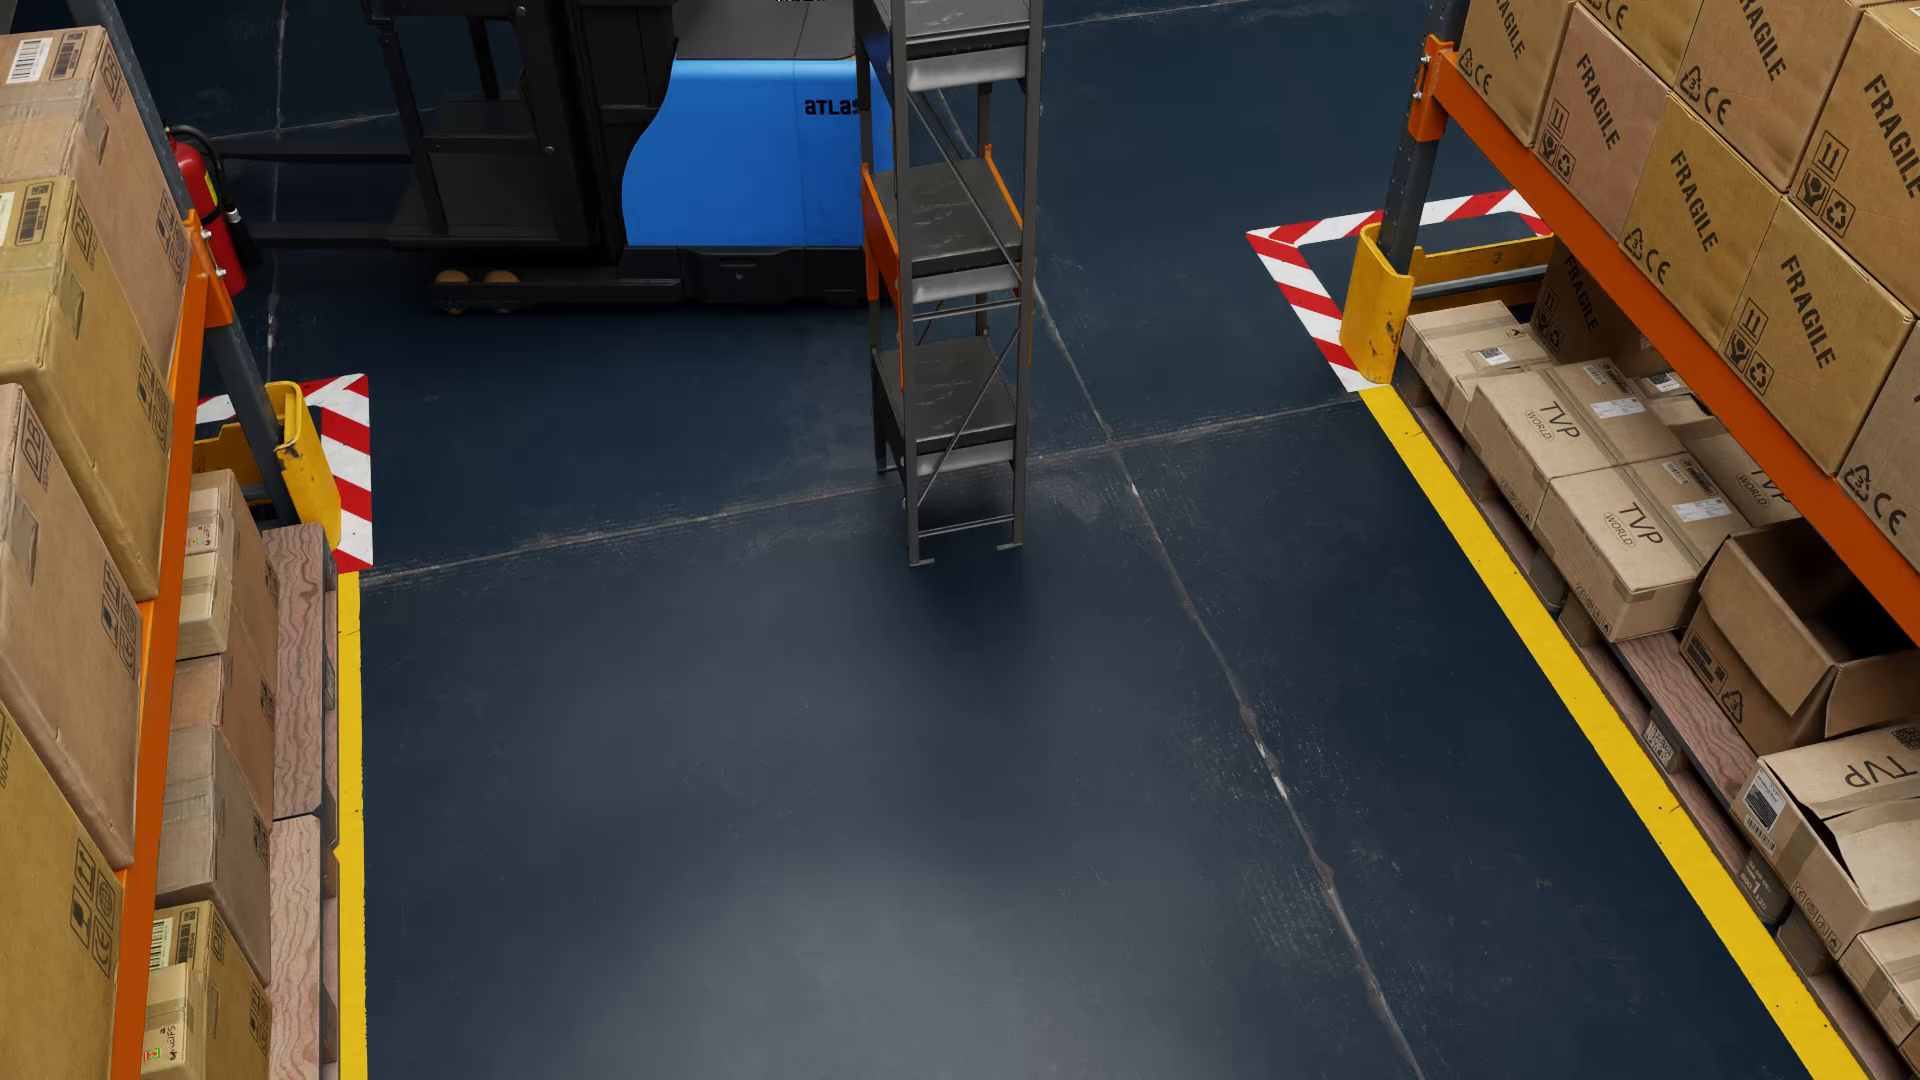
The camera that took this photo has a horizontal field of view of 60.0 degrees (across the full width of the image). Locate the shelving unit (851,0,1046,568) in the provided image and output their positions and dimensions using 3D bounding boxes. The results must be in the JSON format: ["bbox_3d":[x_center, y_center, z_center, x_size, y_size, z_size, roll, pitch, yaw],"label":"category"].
[{"bbox_3d":[-0.042,-0.849,5.112,0.431,2.100,0.503,-11,47,-10],"label":"shelving unit"}]

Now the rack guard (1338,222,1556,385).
[{"bbox_3d":[2.079,-0.982,6.362,1.175,0.500,0.348,-11,47,-10],"label":"rack guard"}]

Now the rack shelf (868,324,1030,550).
[{"bbox_3d":[-0.042,-0.350,5.622,0.431,0.518,0.480,-11,47,-10],"label":"rack shelf"}]

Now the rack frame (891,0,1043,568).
[{"bbox_3d":[0.020,-0.681,4.947,0.400,2.100,0.015,-11,47,-10],"label":"rack frame"}]

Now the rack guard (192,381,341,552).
[{"bbox_3d":[-2.734,-0.143,5.540,1.175,0.500,0.348,-11,47,-10],"label":"rack guard"}]

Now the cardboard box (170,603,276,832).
[{"bbox_3d":[-2.324,0.537,4.579,0.700,0.500,0.500,-11,47,-10],"label":"cardboard box"}]

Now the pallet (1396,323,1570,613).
[{"bbox_3d":[2.284,-0.330,5.926,1.003,0.211,1.213,-11,47,-10],"label":"pallet"}]

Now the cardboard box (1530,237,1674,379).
[{"bbox_3d":[2.437,-0.858,5.933,0.500,0.500,0.500,-11,47,-10],"label":"cardboard box"}]

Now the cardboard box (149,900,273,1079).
[{"bbox_3d":[-2.051,1.251,3.880,0.700,0.500,0.500,-10,46,-9],"label":"cardboard box"}]

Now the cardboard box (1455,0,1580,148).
[{"bbox_3d":[1.918,-1.590,5.138,0.500,0.500,0.500,-10,46,-9],"label":"cardboard box"}]

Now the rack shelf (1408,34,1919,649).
[{"bbox_3d":[2.571,-0.277,4.425,1.077,0.370,4.000,-11,47,-10],"label":"rack shelf"}]

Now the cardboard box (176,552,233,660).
[{"bbox_3d":[-2.177,0.197,4.459,0.380,0.149,0.250,-10,46,-9],"label":"cardboard box"}]

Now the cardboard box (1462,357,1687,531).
[{"bbox_3d":[2.052,-0.328,5.589,0.500,0.250,0.500,-11,47,-10],"label":"cardboard box"}]

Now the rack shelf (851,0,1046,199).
[{"bbox_3d":[-0.042,-1.330,4.622,0.431,0.518,0.480,-11,47,-10],"label":"rack shelf"}]

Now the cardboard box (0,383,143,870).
[{"bbox_3d":[-2.205,0.273,3.173,0.980,0.700,0.700,-13,47,-12],"label":"cardboard box"}]

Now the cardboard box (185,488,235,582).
[{"bbox_3d":[-2.243,0.020,4.632,0.380,0.149,0.250,-11,47,-11],"label":"cardboard box"}]

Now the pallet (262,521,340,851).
[{"bbox_3d":[-2.448,0.513,5.100,1.003,0.211,1.213,-11,47,-10],"label":"pallet"}]

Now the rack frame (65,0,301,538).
[{"bbox_3d":[-2.728,-1.001,4.631,1.000,3.000,0.127,-11,47,-10],"label":"rack frame"}]

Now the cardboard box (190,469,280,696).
[{"bbox_3d":[-2.452,0.192,4.918,0.700,0.500,0.500,-11,47,-10],"label":"cardboard box"}]

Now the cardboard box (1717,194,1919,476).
[{"bbox_3d":[2.307,-0.542,4.111,0.500,0.500,0.500,-10,46,-10],"label":"cardboard box"}]

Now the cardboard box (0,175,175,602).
[{"bbox_3d":[-2.391,-0.255,3.690,0.980,0.700,0.700,-11,47,-11],"label":"cardboard box"}]

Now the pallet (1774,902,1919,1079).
[{"bbox_3d":[2.908,1.354,4.275,1.003,0.211,1.213,-11,47,-10],"label":"pallet"}]

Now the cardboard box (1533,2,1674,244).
[{"bbox_3d":[2.055,-1.234,4.790,0.500,0.500,0.500,-11,47,-11],"label":"cardboard box"}]

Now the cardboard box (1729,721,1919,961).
[{"bbox_3d":[2.471,0.780,4.460,0.500,0.311,0.500,-11,47,-10],"label":"cardboard box"}]

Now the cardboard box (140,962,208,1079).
[{"bbox_3d":[-1.842,1.096,3.577,0.380,0.149,0.250,-12,47,-11],"label":"cardboard box"}]

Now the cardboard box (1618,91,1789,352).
[{"bbox_3d":[2.181,-0.887,4.449,0.500,0.500,0.500,-11,47,-10],"label":"cardboard box"}]

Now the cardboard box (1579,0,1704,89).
[{"bbox_3d":[2.059,-1.580,4.428,0.500,0.500,0.500,-10,46,-10],"label":"cardboard box"}]

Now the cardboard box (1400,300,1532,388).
[{"bbox_3d":[1.834,-0.713,6.037,0.380,0.149,0.250,-11,47,-10],"label":"cardboard box"}]

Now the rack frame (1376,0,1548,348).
[{"bbox_3d":[2.059,-1.909,5.521,1.000,3.000,0.127,-11,47,-10],"label":"rack frame"}]

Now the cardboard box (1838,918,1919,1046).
[{"bbox_3d":[2.509,1.107,4.253,0.380,0.149,0.250,-11,47,-10],"label":"cardboard box"}]

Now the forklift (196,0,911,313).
[{"bbox_3d":[-1.733,-2.313,5.965,3.031,2.935,1.130,0,46,0],"label":"forklift"}]

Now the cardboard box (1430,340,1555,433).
[{"bbox_3d":[1.898,-0.547,5.862,0.380,0.166,0.250,-11,47,-10],"label":"cardboard box"}]

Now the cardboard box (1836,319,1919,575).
[{"bbox_3d":[2.440,-0.191,3.767,0.500,0.500,0.500,-10,46,-9],"label":"cardboard box"}]

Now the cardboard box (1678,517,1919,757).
[{"bbox_3d":[2.597,0.276,4.819,0.797,0.503,0.637,-11,47,-10],"label":"cardboard box"}]

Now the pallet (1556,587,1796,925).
[{"bbox_3d":[2.593,0.510,5.102,1.003,0.211,1.213,-11,47,-10],"label":"pallet"}]

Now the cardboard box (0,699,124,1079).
[{"bbox_3d":[-2.009,0.773,2.682,0.980,0.700,0.700,-12,47,-11],"label":"cardboard box"}]

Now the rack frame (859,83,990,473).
[{"bbox_3d":[-0.105,-1.018,5.277,0.400,2.100,0.015,-11,47,-10],"label":"rack frame"}]

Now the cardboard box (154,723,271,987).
[{"bbox_3d":[-2.195,0.885,4.239,0.700,0.500,0.500,-12,47,-12],"label":"cardboard box"}]

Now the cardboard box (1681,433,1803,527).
[{"bbox_3d":[2.651,-0.109,5.374,0.500,0.250,0.500,-11,47,-10],"label":"cardboard box"}]

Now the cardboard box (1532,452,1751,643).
[{"bbox_3d":[2.180,0.017,5.250,0.500,0.250,0.500,-11,47,-10],"label":"cardboard box"}]

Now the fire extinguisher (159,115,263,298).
[{"bbox_3d":[-2.321,-1.032,4.976,0.296,0.674,0.183,-11,47,-10],"label":"fire extinguisher"}]

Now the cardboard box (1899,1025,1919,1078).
[{"bbox_3d":[2.663,1.232,3.885,0.500,0.500,0.500,-11,47,-10],"label":"cardboard box"}]

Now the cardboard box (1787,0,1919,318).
[{"bbox_3d":[2.313,-0.883,3.745,0.500,0.500,0.500,-11,47,-11],"label":"cardboard box"}]

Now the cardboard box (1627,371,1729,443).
[{"bbox_3d":[2.453,-0.445,5.762,0.380,0.166,0.250,-11,47,-10],"label":"cardboard box"}]

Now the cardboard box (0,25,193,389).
[{"bbox_3d":[-2.588,-0.756,4.180,0.980,0.700,0.700,-9,46,-9],"label":"cardboard box"}]

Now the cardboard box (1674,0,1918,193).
[{"bbox_3d":[2.183,-1.234,4.089,0.500,0.500,0.500,-10,46,-10],"label":"cardboard box"}]

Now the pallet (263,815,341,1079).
[{"bbox_3d":[-2.139,1.354,4.276,1.003,0.211,1.213,-11,47,-10],"label":"pallet"}]

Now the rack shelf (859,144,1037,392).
[{"bbox_3d":[-0.042,-0.840,5.122,0.431,0.518,0.480,-11,47,-10],"label":"rack shelf"}]

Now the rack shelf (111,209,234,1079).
[{"bbox_3d":[-2.216,0.632,3.534,1.077,0.370,4.000,-11,47,-10],"label":"rack shelf"}]
